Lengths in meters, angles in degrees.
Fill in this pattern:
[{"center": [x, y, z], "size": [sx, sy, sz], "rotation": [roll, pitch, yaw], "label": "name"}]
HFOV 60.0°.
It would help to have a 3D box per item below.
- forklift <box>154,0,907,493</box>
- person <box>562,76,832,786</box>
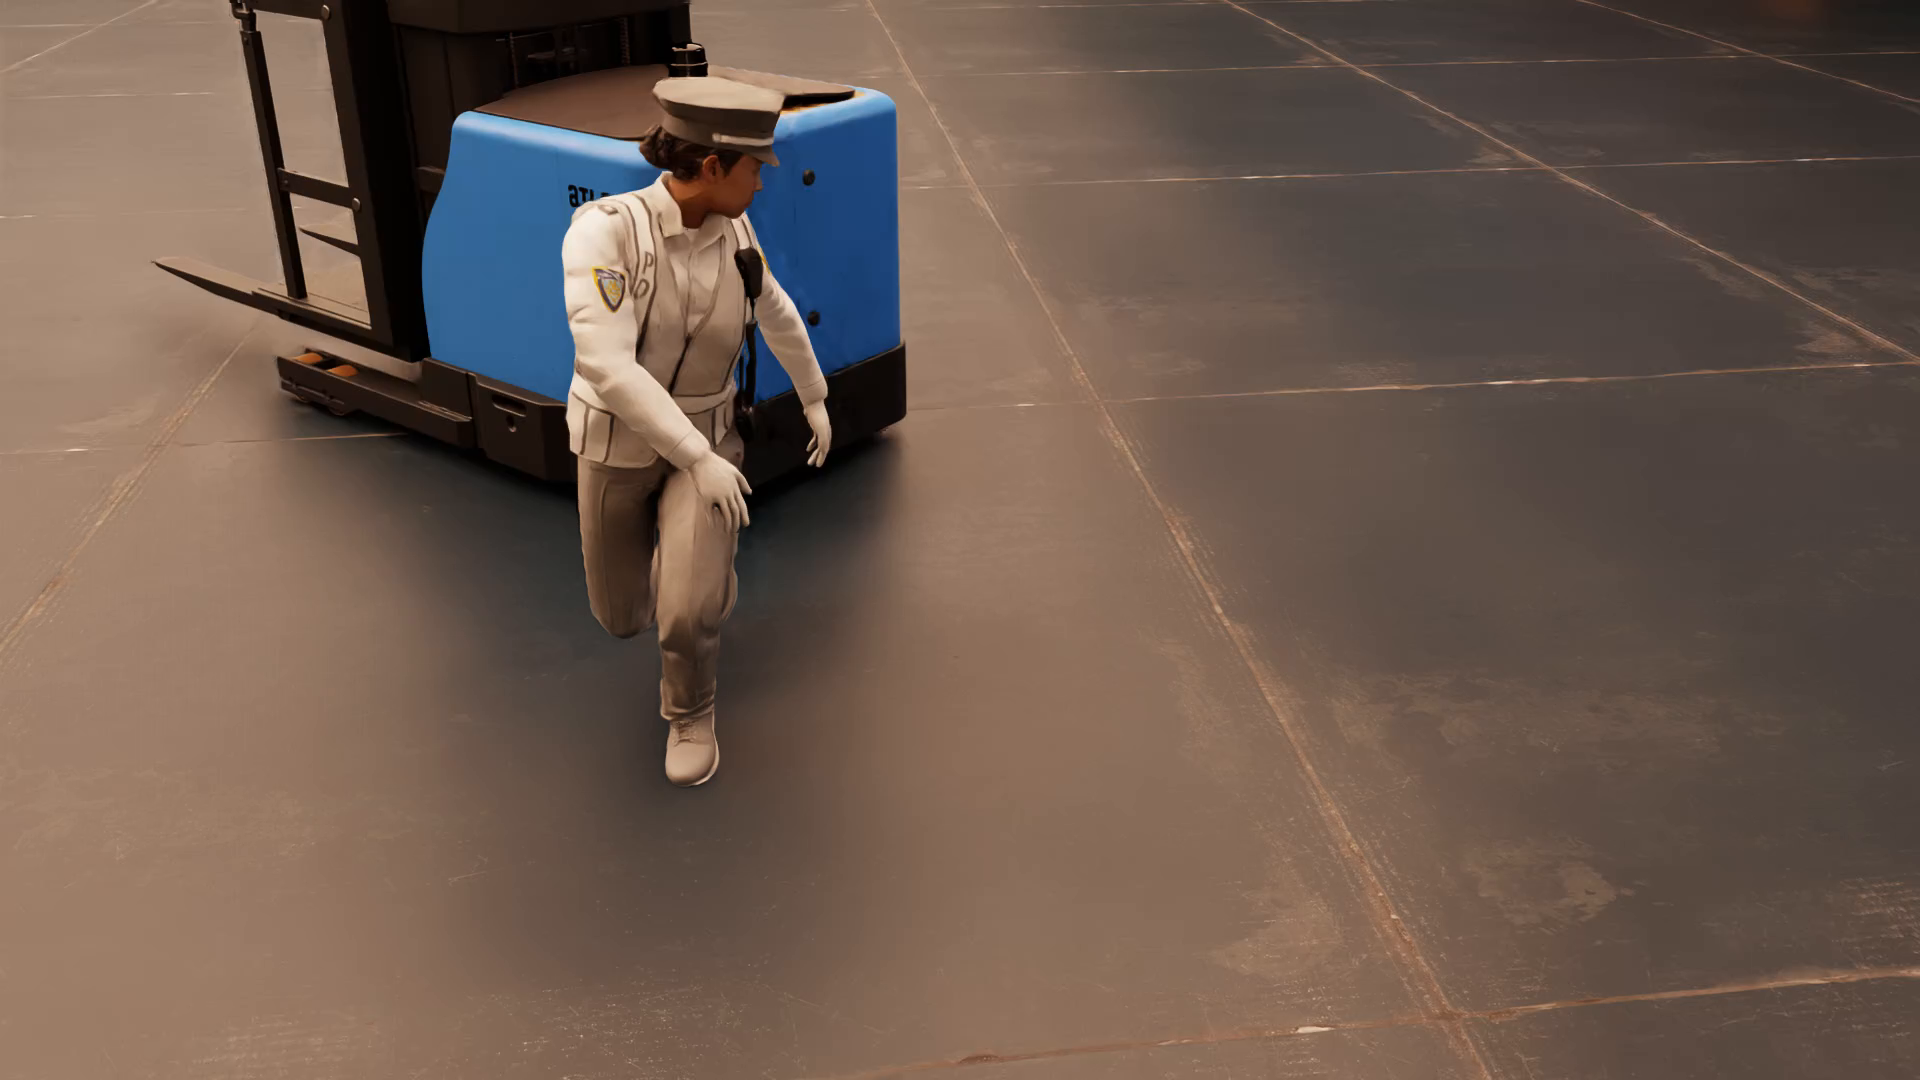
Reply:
[{"center": [-1.645, -1.887, 5.145], "size": [3.031, 2.935, 1.130], "rotation": [19, 31, 33], "label": "forklift"}, {"center": [-0.532, -0.237, 3.481], "size": [0.564, 1.449, 0.800], "rotation": [-4, 26, -9], "label": "person"}]
